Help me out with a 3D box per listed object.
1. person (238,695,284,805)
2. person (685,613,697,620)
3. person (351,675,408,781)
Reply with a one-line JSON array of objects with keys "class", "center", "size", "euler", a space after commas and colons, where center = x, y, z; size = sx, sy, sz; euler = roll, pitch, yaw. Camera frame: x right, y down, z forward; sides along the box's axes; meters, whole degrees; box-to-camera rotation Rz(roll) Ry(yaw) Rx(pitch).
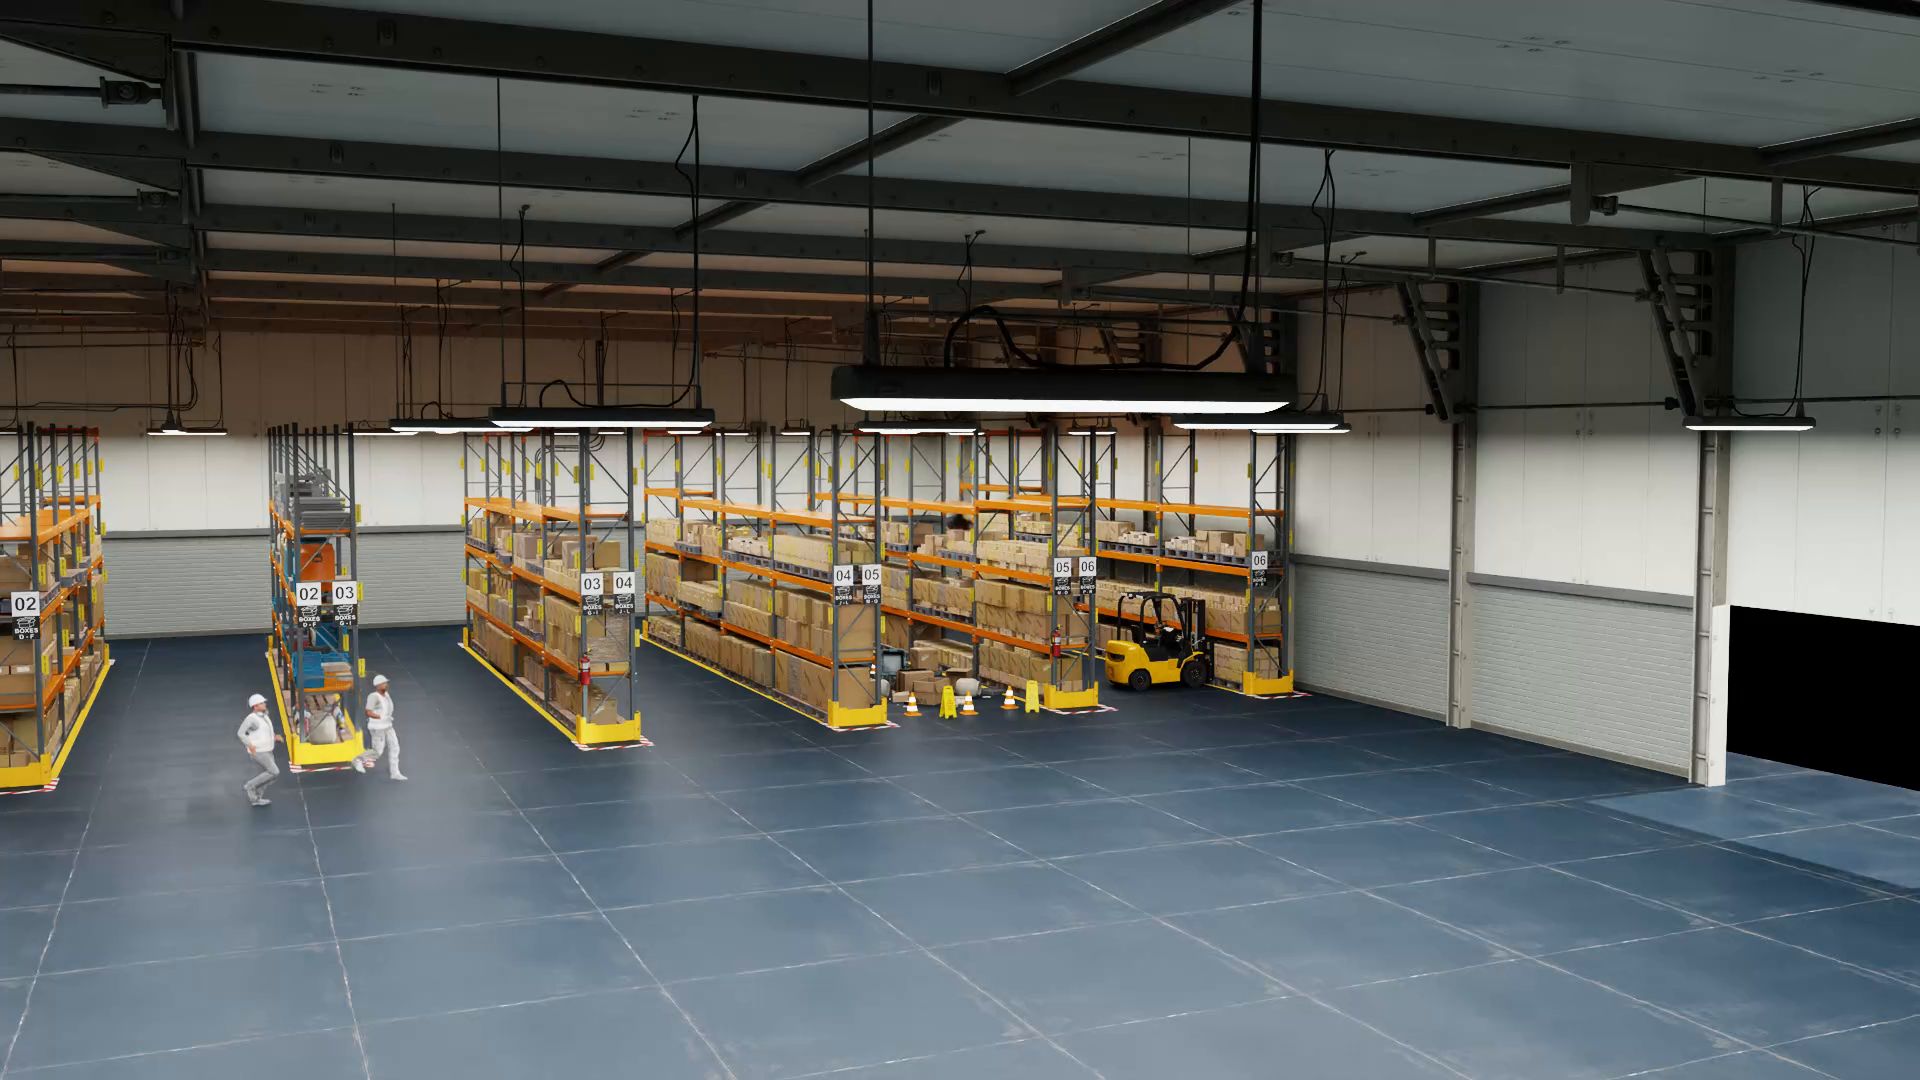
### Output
[{"class": "person", "center": [-10.849, 3.272, 25.922], "size": [0.575, 1.729, 0.657], "euler": [0, 3, 1]}, {"class": "person", "center": [-8.016, 1.962, 49.193], "size": [0.572, 1.513, 0.615], "euler": [2, 4, 32]}, {"class": "person", "center": [-9.718, 3.146, 27.833], "size": [0.976, 1.777, 0.699], "euler": [1, 4, 9]}]
